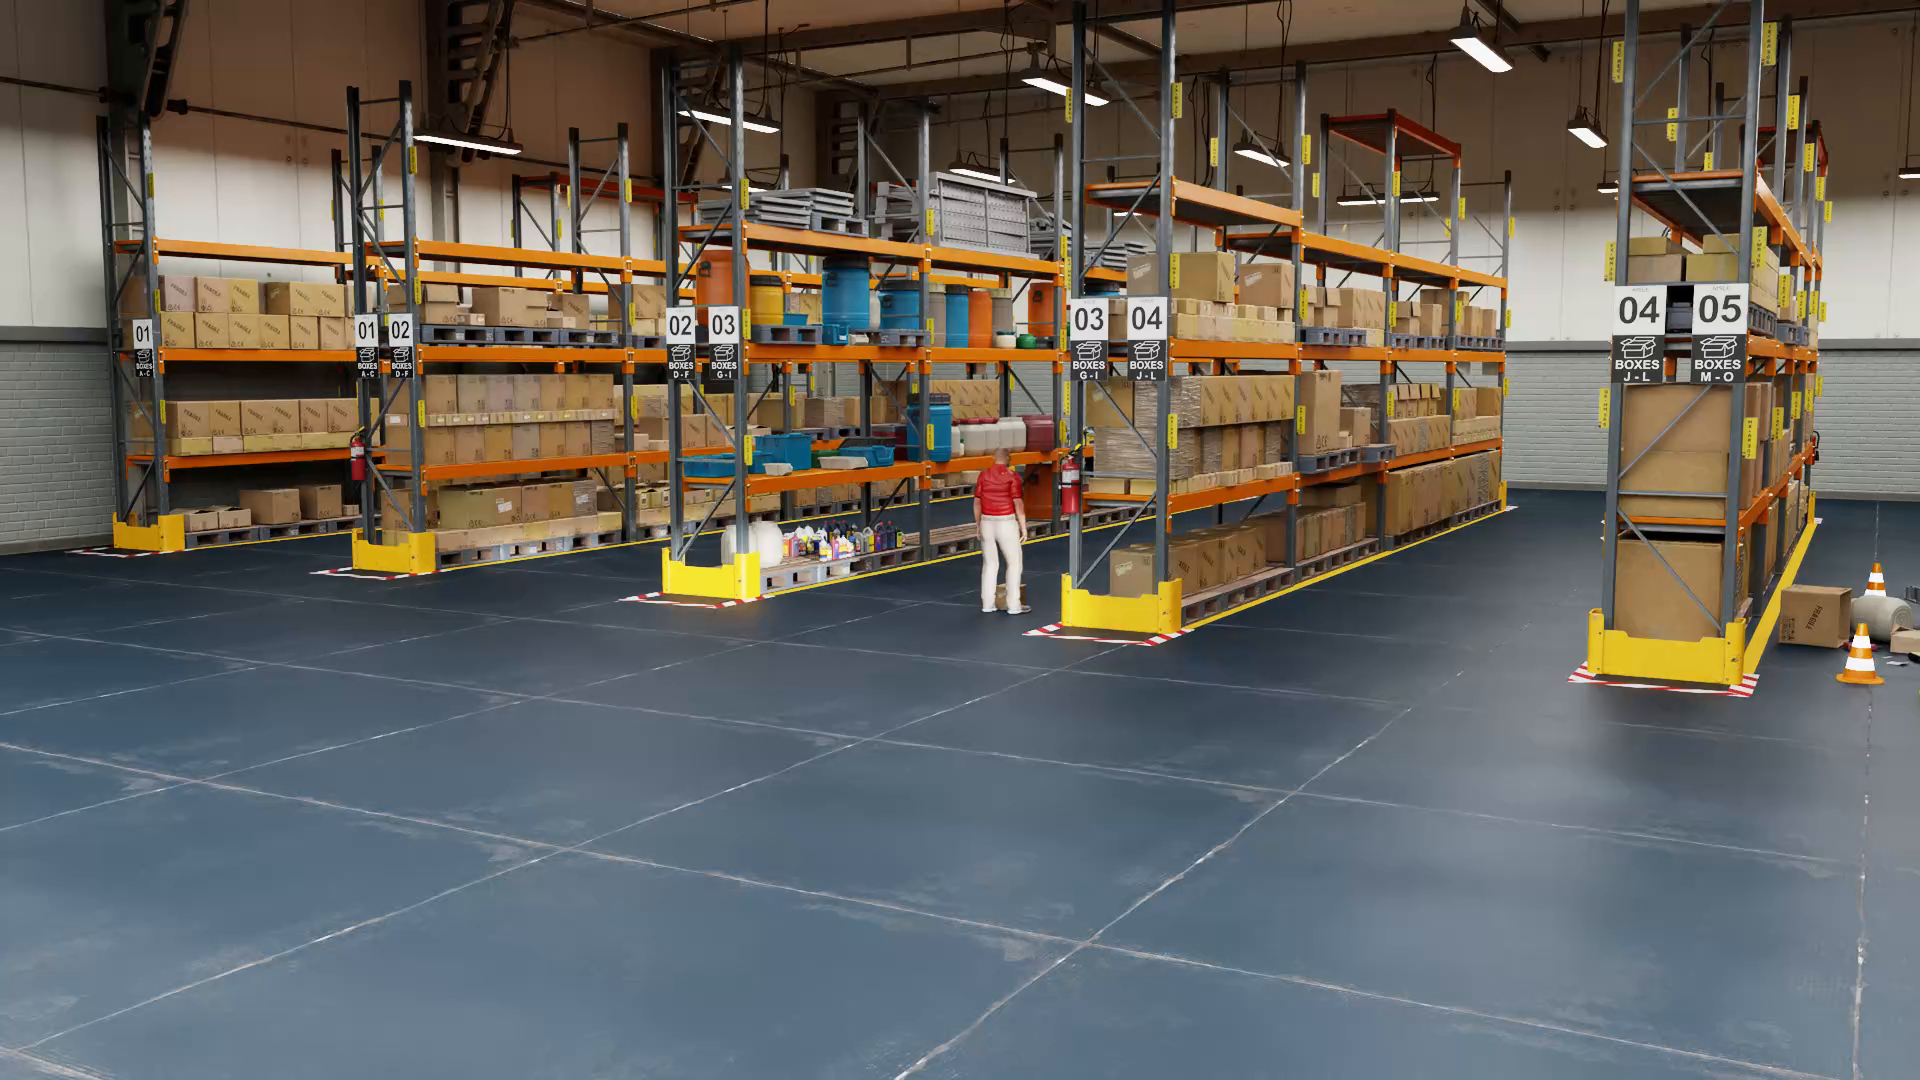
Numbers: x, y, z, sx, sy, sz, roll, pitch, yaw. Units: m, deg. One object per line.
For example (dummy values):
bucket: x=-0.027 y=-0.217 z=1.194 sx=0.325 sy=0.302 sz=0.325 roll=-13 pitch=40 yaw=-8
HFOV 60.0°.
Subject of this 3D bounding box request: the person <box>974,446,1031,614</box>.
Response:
person: x=0.426 y=-0.110 z=17.259 sx=0.586 sy=1.727 sz=0.389 roll=3 pitch=7 yaw=29
